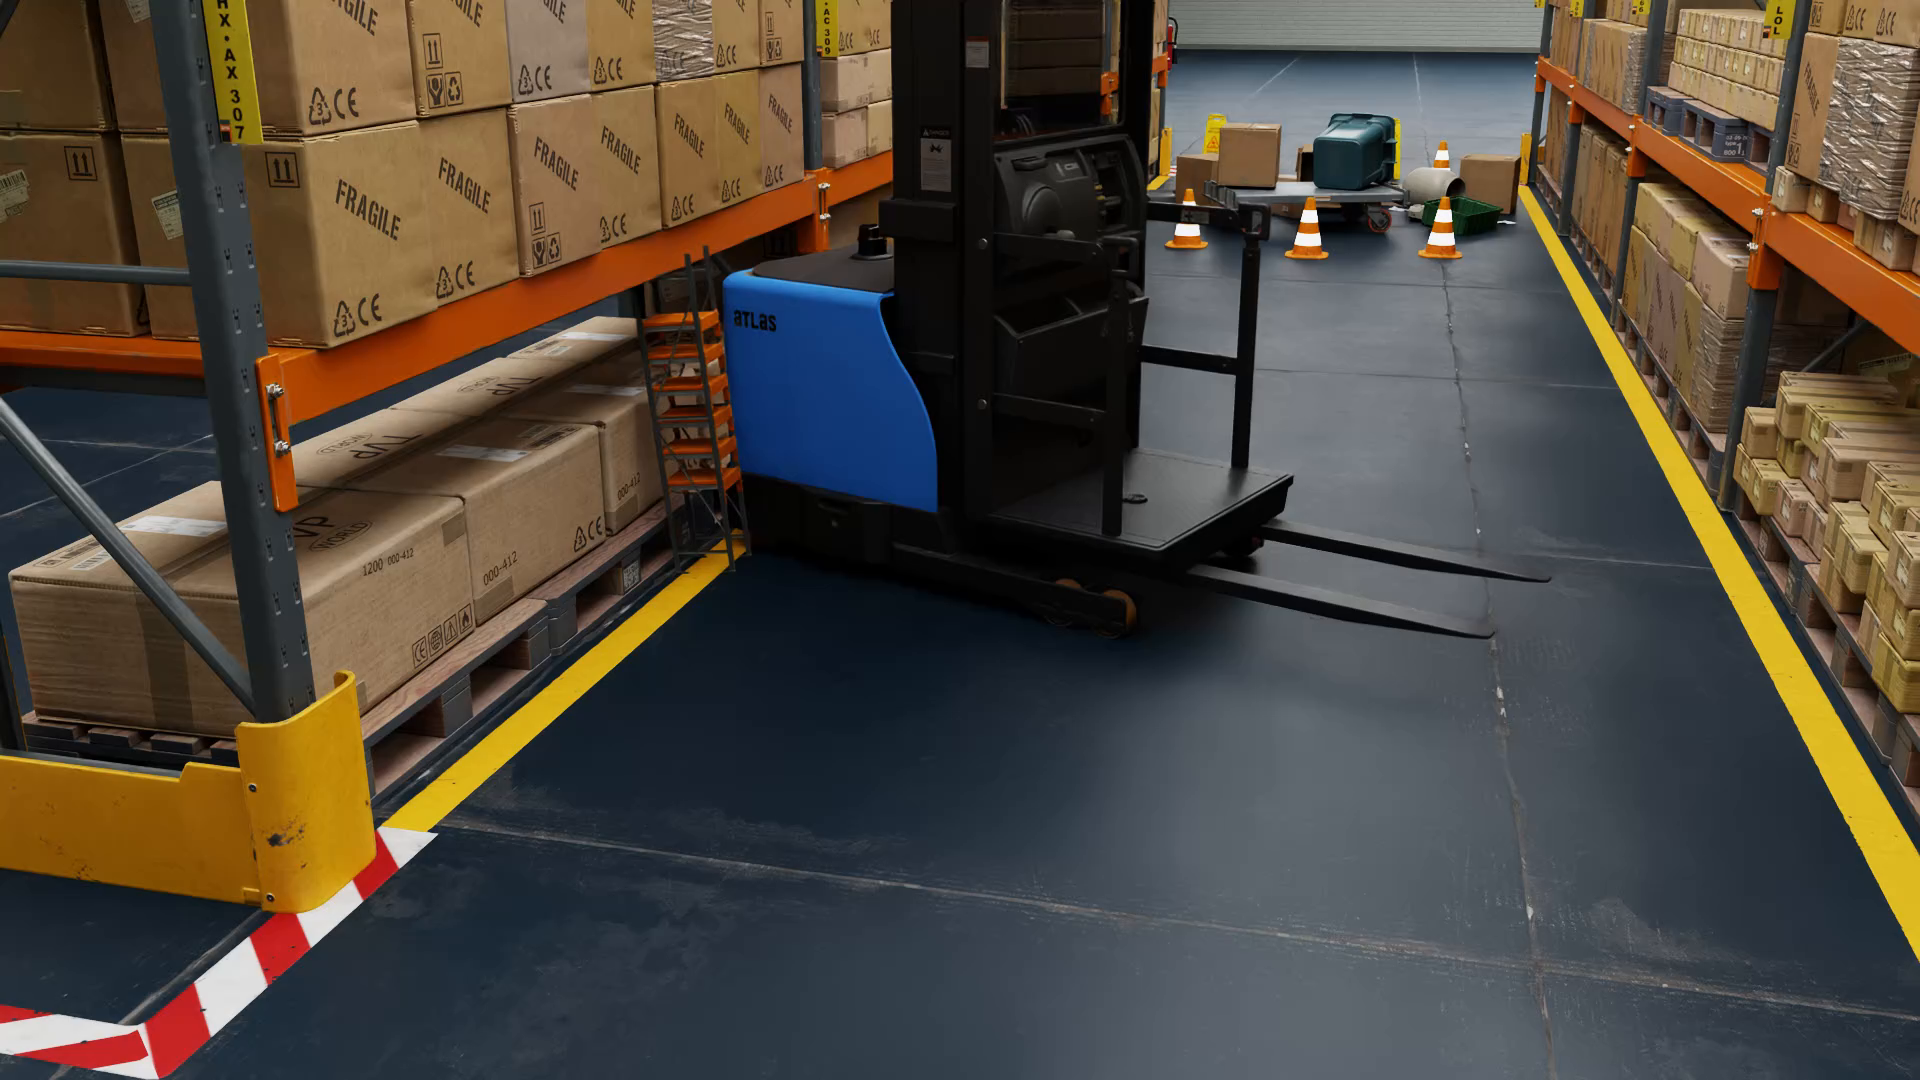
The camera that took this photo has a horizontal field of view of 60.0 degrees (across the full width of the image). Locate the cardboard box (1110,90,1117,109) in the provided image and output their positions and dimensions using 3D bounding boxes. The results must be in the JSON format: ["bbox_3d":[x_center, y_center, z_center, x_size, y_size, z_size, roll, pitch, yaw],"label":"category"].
[{"bbox_3d":[1.332,-4.134,15.590,0.380,0.149,0.250,5,19,14],"label":"cardboard box"}]

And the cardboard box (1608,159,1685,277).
[{"bbox_3d":[4.921,-2.081,10.971,1.050,0.750,0.750,4,19,13],"label":"cardboard box"}]

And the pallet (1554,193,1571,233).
[{"bbox_3d":[5.924,-2.930,14.938,1.003,0.211,1.213,5,19,13],"label":"pallet"}]

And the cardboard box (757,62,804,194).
[{"bbox_3d":[-0.983,-1.751,7.017,0.500,0.500,0.500,5,19,14],"label":"cardboard box"}]

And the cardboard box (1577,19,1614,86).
[{"bbox_3d":[5.272,-3.921,13.371,0.500,0.500,0.500,5,19,14],"label":"cardboard box"}]

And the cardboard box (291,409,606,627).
[{"bbox_3d":[-1.815,-0.104,5.664,0.875,0.438,0.875,5,20,15],"label":"cardboard box"}]

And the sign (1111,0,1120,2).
[{"bbox_3d":[1.376,-4.881,14.547,0.100,0.325,0.005,5,19,13],"label":"sign"}]

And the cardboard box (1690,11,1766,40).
[{"bbox_3d":[4.256,-2.834,9.163,0.380,0.149,0.250,5,19,13],"label":"cardboard box"}]

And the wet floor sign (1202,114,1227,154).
[{"bbox_3d":[2.898,-4.491,18.837,0.267,0.644,0.232,12,22,32],"label":"wet floor sign"}]

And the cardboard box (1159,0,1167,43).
[{"bbox_3d":[1.949,-5.626,17.904,0.500,0.500,0.500,4,19,12],"label":"cardboard box"}]

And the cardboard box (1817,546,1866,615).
[{"bbox_3d":[3.029,0.139,5.399,0.380,0.149,0.250,4,19,12],"label":"cardboard box"}]

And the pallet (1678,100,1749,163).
[{"bbox_3d":[4.241,-2.049,8.342,1.003,0.211,1.213,5,19,13],"label":"pallet"}]

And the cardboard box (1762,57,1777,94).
[{"bbox_3d":[3.740,-2.031,7.271,0.380,0.149,0.250,6,20,16],"label":"cardboard box"}]

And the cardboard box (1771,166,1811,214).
[{"bbox_3d":[3.321,-1.328,6.323,0.380,0.149,0.250,5,20,15],"label":"cardboard box"}]

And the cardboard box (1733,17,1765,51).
[{"bbox_3d":[3.935,-2.421,7.952,0.380,0.149,0.250,4,19,11],"label":"cardboard box"}]

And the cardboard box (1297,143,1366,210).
[{"bbox_3d":[3.620,-3.469,15.854,0.797,0.637,0.503,5,19,13],"label":"cardboard box"}]

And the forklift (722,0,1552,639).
[{"bbox_3d":[0.575,-1.243,5.792,3.031,2.935,1.130,13,23,33],"label":"forklift"}]

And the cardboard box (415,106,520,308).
[{"bbox_3d":[-1.602,-0.951,4.676,0.500,0.500,0.500,4,19,13],"label":"cardboard box"}]

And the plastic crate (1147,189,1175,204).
[{"bbox_3d":[2.016,-3.422,16.582,0.402,0.080,0.583,-2,19,-6],"label":"plastic crate"}]

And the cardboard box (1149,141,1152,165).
[{"bbox_3d":[1.744,-4.091,17.629,0.500,0.250,0.500,5,19,14],"label":"cardboard box"}]

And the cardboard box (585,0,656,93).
[{"bbox_3d":[-1.343,-1.744,5.452,0.500,0.500,0.500,5,19,14],"label":"cardboard box"}]

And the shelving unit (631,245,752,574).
[{"bbox_3d":[-0.997,-0.472,6.178,0.258,1.200,0.189,-1,18,14],"label":"shelving unit"}]

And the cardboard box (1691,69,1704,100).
[{"bbox_3d":[4.184,-2.465,9.004,0.380,0.149,0.250,6,20,16],"label":"cardboard box"}]

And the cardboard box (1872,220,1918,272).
[{"bbox_3d":[3.046,-0.911,5.103,0.380,0.149,0.250,6,20,16],"label":"cardboard box"}]

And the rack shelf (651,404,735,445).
[{"bbox_3d":[-0.992,-0.430,6.192,0.258,0.103,0.180,-1,18,14],"label":"rack shelf"}]

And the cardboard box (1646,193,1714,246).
[{"bbox_3d":[4.158,-1.778,9.310,0.500,0.250,0.500,4,19,13],"label":"cardboard box"}]

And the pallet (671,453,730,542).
[{"bbox_3d":[-1.379,-0.317,7.289,1.003,0.211,1.213,5,19,13],"label":"pallet"}]

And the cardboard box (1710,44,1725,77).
[{"bbox_3d":[4.059,-2.444,8.482,0.380,0.149,0.250,4,19,13],"label":"cardboard box"}]

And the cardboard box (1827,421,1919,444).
[{"bbox_3d":[3.242,-0.301,5.768,0.380,0.149,0.250,4,19,12],"label":"cardboard box"}]

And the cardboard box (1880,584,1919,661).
[{"bbox_3d":[2.821,0.239,4.646,0.380,0.149,0.250,5,19,14],"label":"cardboard box"}]

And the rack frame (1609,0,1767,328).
[{"bbox_3d":[4.685,-2.763,10.137,1.000,3.000,0.127,5,19,13],"label":"rack frame"}]

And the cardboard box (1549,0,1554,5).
[{"bbox_3d":[6.511,-5.739,16.948,0.875,0.550,0.550,5,19,13],"label":"cardboard box"}]

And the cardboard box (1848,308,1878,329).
[{"bbox_3d":[4.144,-1.091,7.298,0.500,0.250,0.500,4,19,11],"label":"cardboard box"}]

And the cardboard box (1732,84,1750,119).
[{"bbox_3d":[3.862,-2.055,7.803,0.380,0.149,0.250,4,19,11],"label":"cardboard box"}]

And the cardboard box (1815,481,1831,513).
[{"bbox_3d":[3.240,-0.162,5.821,0.380,0.149,0.250,4,19,11],"label":"cardboard box"}]

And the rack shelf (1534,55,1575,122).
[{"bbox_3d":[6.151,-4.303,15.759,1.077,0.370,4.000,5,19,13],"label":"rack shelf"}]

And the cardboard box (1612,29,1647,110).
[{"bbox_3d":[4.657,-3.129,11.054,0.500,0.500,0.500,5,19,13],"label":"cardboard box"}]

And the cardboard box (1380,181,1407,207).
[{"bbox_3d":[4.296,-3.407,16.253,0.396,0.266,0.258,8,21,23],"label":"cardboard box"}]

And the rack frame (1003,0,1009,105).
[{"bbox_3d":[-0.140,-3.123,11.189,1.000,3.000,0.127,5,19,13],"label":"rack frame"}]

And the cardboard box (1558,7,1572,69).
[{"bbox_3d":[6.131,-4.713,15.612,0.875,0.550,0.500,5,19,13],"label":"cardboard box"}]

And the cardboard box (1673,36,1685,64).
[{"bbox_3d":[4.372,-2.848,9.665,0.380,0.149,0.250,6,20,16],"label":"cardboard box"}]

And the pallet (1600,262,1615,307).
[{"bbox_3d":[4.950,-1.685,11.294,1.003,0.211,1.213,5,19,13],"label":"pallet"}]

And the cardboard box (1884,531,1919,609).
[{"bbox_3d":[2.807,0.097,4.604,0.380,0.149,0.250,5,20,15],"label":"cardboard box"}]

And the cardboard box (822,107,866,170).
[{"bbox_3d":[-0.754,-1.915,7.885,0.500,0.250,0.500,4,19,12],"label":"cardboard box"}]

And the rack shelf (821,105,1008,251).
[{"bbox_3d":[-0.629,-2.155,9.470,1.077,0.370,4.000,5,19,13],"label":"rack shelf"}]

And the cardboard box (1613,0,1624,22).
[{"bbox_3d":[5.423,-4.220,12.700,0.700,0.500,0.500,4,19,12],"label":"cardboard box"}]

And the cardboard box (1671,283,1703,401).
[{"bbox_3d":[3.770,-0.938,8.011,0.500,0.500,0.500,4,19,12],"label":"cardboard box"}]

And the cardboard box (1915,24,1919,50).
[{"bbox_3d":[2.969,-1.569,4.478,0.500,0.500,0.500,4,19,11],"label":"cardboard box"}]

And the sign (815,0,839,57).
[{"bbox_3d":[-0.579,-2.273,7.239,0.100,0.325,0.005,5,19,13],"label":"sign"}]

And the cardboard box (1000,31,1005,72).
[{"bbox_3d":[-0.012,-3.116,10.629,0.500,0.250,0.500,5,19,13],"label":"cardboard box"}]
